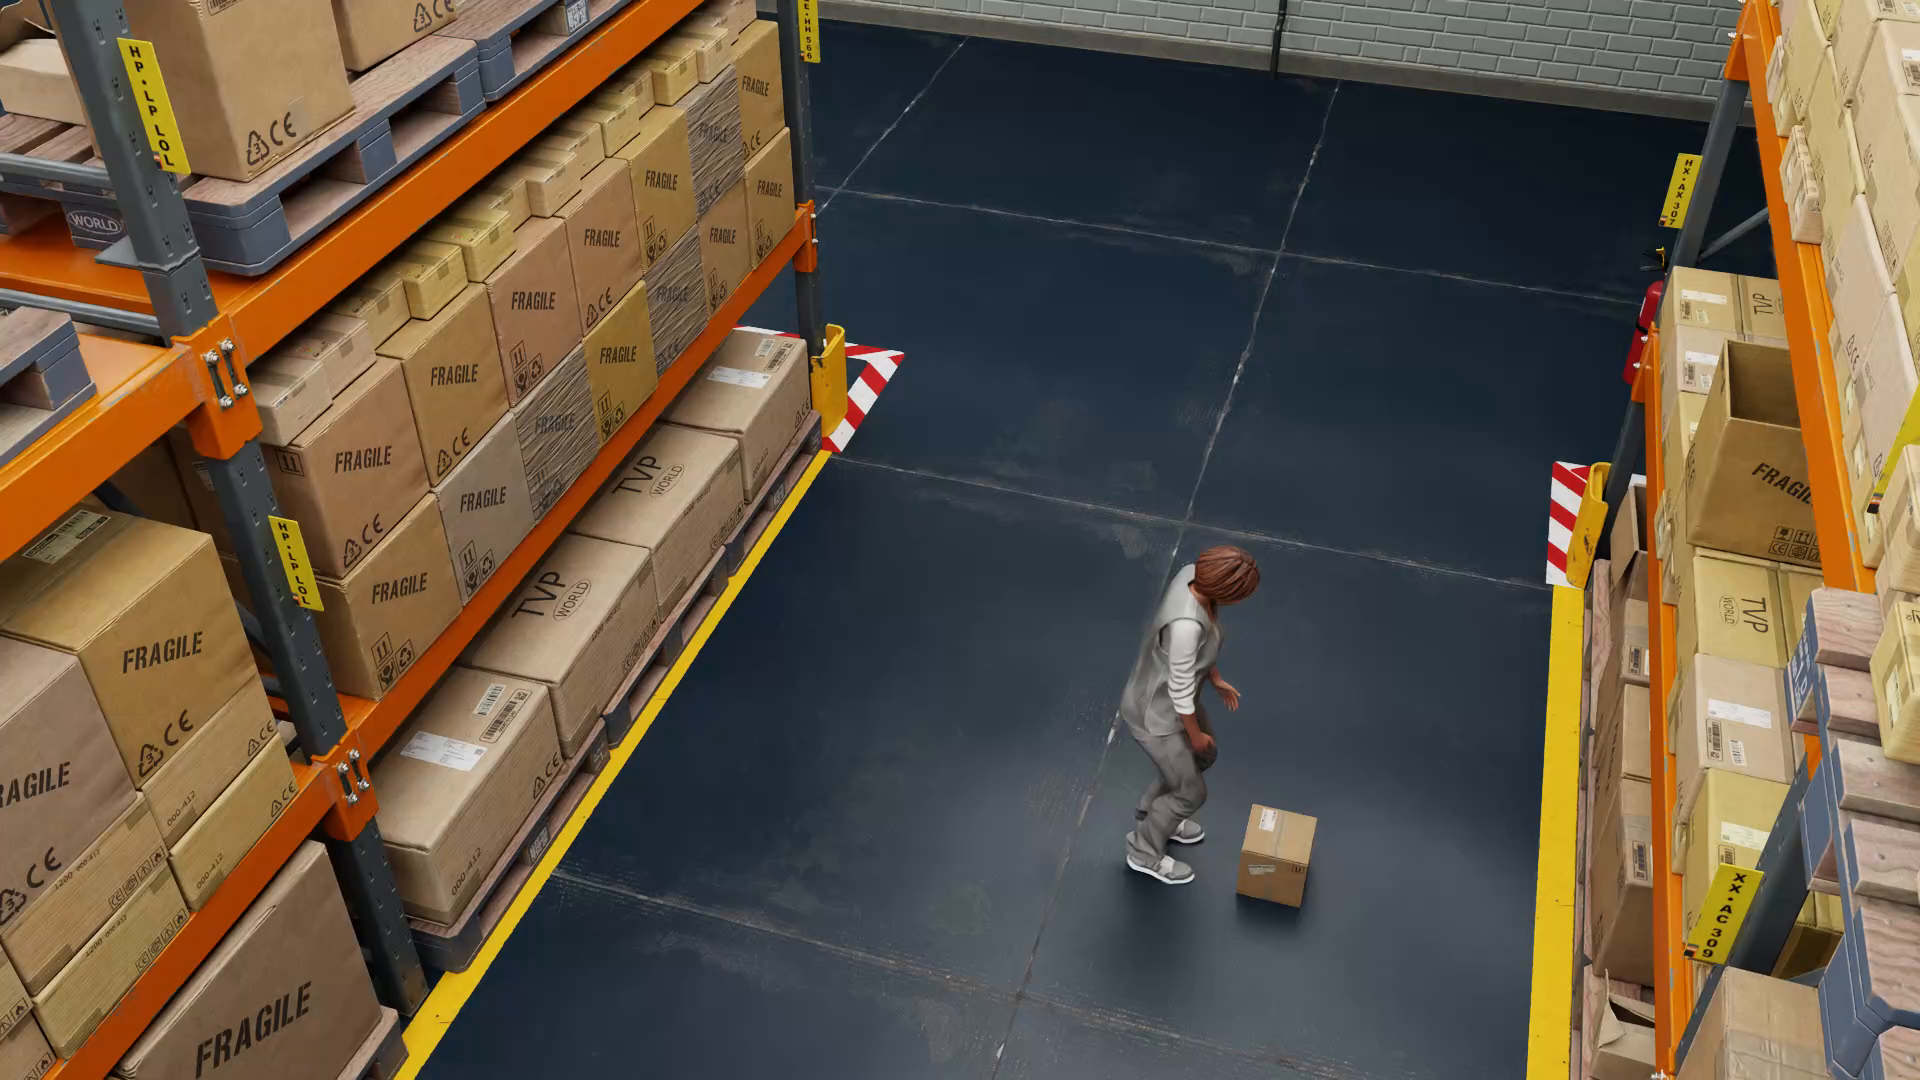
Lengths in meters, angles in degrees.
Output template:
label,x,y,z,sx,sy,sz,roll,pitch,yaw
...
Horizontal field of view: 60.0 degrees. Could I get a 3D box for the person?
label,x,y,z,sx,sy,sz,roll,pitch,yaw
person,0.822,0.617,6.162,0.437,1.527,0.437,12,39,15
